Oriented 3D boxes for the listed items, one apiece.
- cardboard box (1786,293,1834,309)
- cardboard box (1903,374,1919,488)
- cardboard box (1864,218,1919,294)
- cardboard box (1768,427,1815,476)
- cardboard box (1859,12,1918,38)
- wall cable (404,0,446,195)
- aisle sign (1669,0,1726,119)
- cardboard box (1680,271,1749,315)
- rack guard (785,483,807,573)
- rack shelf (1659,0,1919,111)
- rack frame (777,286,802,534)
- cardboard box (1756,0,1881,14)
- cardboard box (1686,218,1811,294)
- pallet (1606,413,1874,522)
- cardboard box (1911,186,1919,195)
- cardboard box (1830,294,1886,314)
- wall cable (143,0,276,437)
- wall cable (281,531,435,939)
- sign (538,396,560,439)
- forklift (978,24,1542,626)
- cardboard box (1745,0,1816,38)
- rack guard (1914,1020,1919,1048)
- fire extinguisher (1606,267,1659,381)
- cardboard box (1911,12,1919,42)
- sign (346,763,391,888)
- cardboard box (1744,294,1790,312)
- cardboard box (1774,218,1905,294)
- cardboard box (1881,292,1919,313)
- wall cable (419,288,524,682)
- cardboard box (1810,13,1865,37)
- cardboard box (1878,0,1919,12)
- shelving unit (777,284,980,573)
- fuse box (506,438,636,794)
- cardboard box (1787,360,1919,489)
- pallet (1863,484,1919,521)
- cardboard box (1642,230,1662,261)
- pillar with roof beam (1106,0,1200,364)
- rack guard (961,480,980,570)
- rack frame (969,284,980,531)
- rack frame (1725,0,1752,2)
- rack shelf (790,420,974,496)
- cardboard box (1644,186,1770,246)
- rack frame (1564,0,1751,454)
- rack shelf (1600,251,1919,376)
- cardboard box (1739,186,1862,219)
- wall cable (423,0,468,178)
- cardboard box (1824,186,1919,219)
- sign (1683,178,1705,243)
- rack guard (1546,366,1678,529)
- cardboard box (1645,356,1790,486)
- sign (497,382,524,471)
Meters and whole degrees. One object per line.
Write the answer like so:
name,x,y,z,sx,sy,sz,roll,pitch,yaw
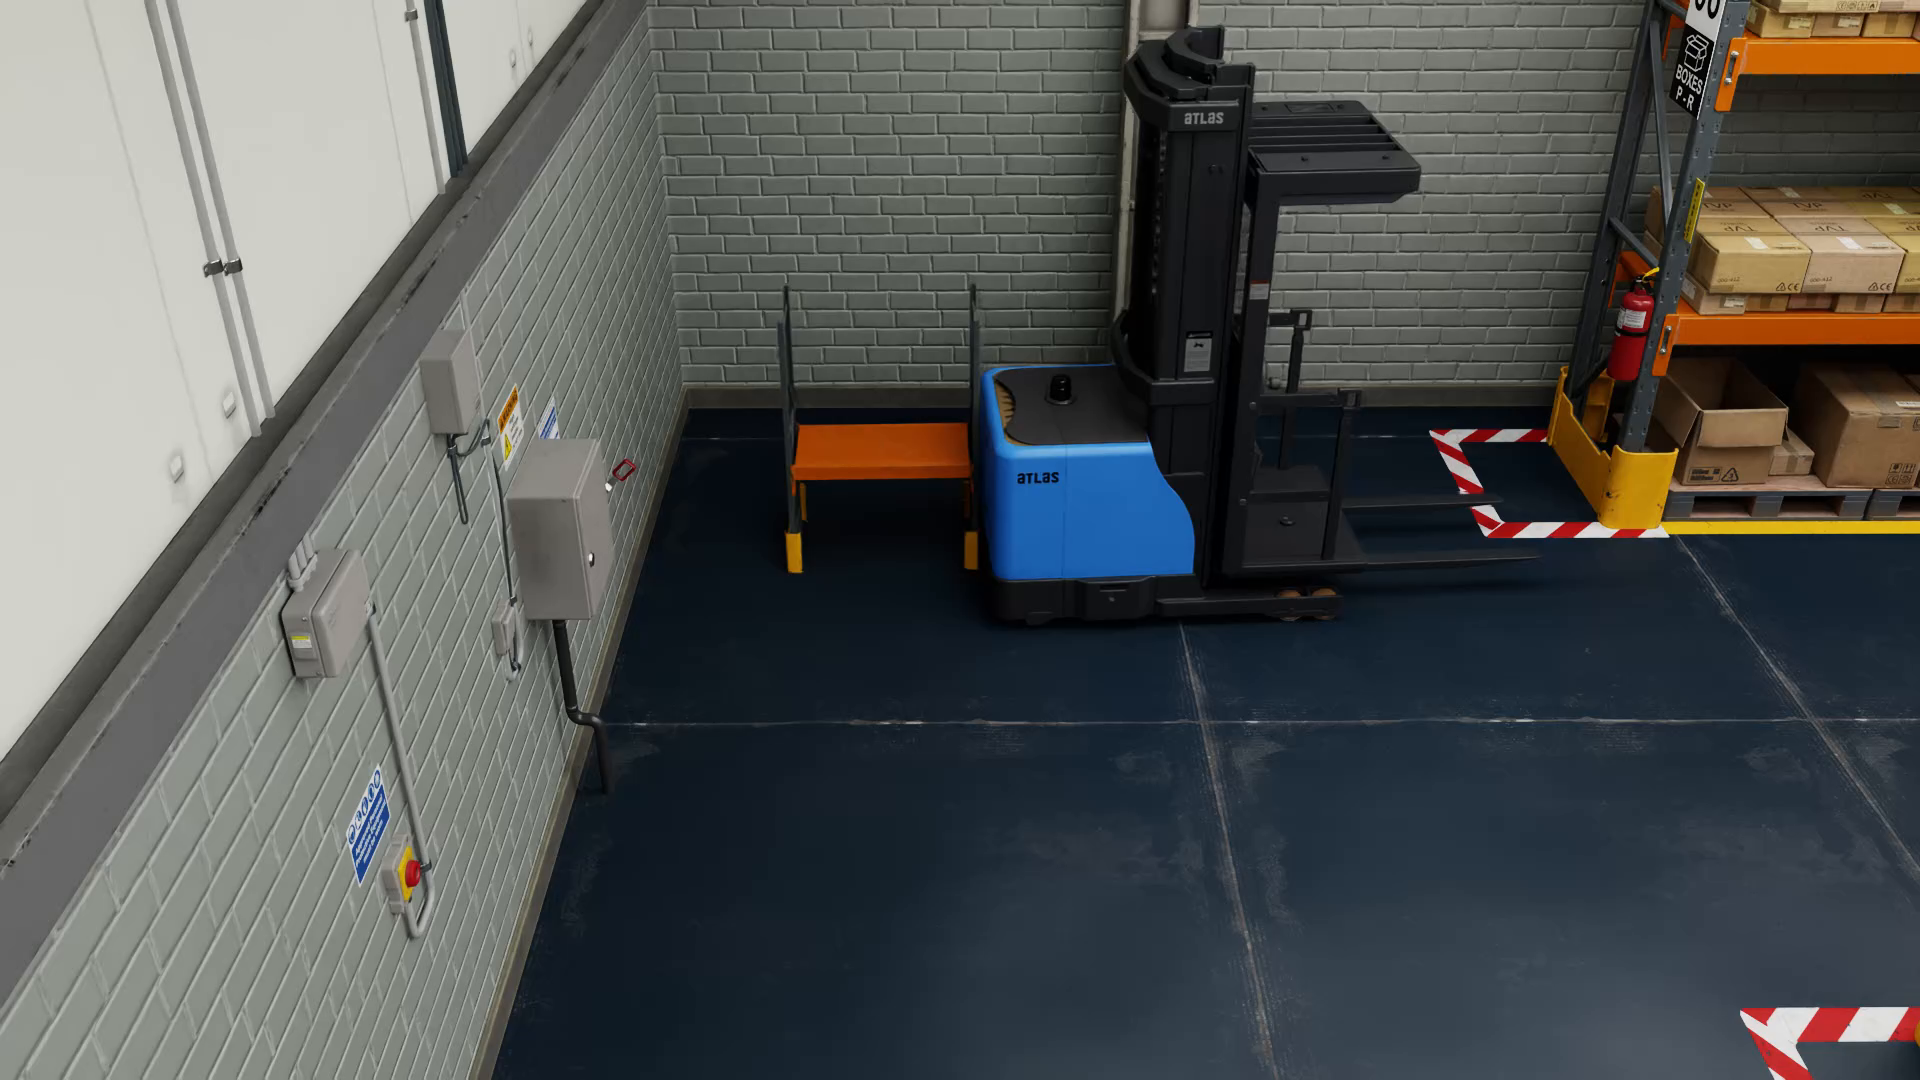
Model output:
cardboard box,4.715,-1.444,9.369,0.250,0.149,0.380,-1,31,-1
cardboard box,5.864,-0.644,9.814,0.500,0.500,0.500,0,31,1
cardboard box,5.334,-1.578,9.206,0.500,0.250,0.500,-1,31,-1
cardboard box,4.905,-0.543,9.986,0.250,0.149,0.380,-1,31,-2
cardboard box,4.707,-2.710,8.565,0.250,0.149,0.380,0,31,0
wall cable,-1.787,-1.865,4.038,0.029,3.000,2.355,0,31,0
aisle sign,3.801,-2.607,8.539,0.004,0.787,0.394,0,31,0
cardboard box,4.198,-1.400,9.297,0.250,0.149,0.380,0,31,-1
rack guard,-0.937,-0.074,9.521,0.087,0.250,0.587,-1,31,-1
rack shelf,5.868,-2.630,8.883,4.000,0.370,1.077,0,31,0
rack frame,-0.938,-0.609,9.196,0.032,1.500,0.500,-1,31,-1
cardboard box,4.313,-2.854,8.417,0.500,0.250,0.500,-1,31,-1
cardboard box,4.323,-1.573,9.198,0.500,0.250,0.500,0,31,0
pallet,4.741,-0.459,10.193,1.213,0.211,1.003,0,31,0
cardboard box,5.860,-1.852,9.658,0.500,0.250,0.500,0,31,0
cardboard box,4.968,-1.413,9.318,0.250,0.149,0.380,1,31,1
wall cable,-1.785,-1.475,3.395,0.029,3.000,0.463,0,31,0
wall cable,-1.737,0.508,4.900,0.123,1.953,0.585,0,31,0
sign,-1.814,-0.349,7.414,0.001,0.494,0.329,0,31,0
forklift,1.640,-1.091,8.611,3.031,2.935,1.130,-2,31,-3
cardboard box,4.188,-2.704,8.554,0.250,0.149,0.380,0,31,1
rack guard,3.877,1.995,5.869,0.348,0.500,1.175,0,31,0
fire extinguisher,3.723,-1.216,9.185,0.183,0.674,0.296,0,31,0
cardboard box,4.956,-2.658,8.478,0.250,0.149,0.380,0,31,1
sign,-1.798,0.866,5.060,0.001,0.218,0.327,0,31,0
cardboard box,4.452,-1.425,9.338,0.250,0.149,0.380,1,31,1
cardboard box,4.827,-1.575,9.201,0.500,0.250,0.500,0,31,0
cardboard box,5.233,-1.416,9.324,0.250,0.149,0.380,0,31,0
wall cable,-1.757,-0.214,6.121,0.122,1.984,0.588,0,31,0
cardboard box,4.450,-2.718,8.578,0.250,0.149,0.380,0,31,1
cardboard box,4.821,-2.866,8.437,0.500,0.250,0.500,0,31,1
shelving unit,-0.439,-0.616,9.209,1.083,1.500,0.587,-1,31,-1
fuse box,-1.604,0.417,7.303,0.414,1.711,0.539,0,31,0
cardboard box,5.335,-0.695,9.897,0.500,0.500,0.700,1,31,2
pallet,5.958,-0.462,10.197,1.213,0.211,1.003,0,31,0
cardboard box,4.198,-1.681,9.761,0.250,0.149,0.380,-1,31,-1
pillar with roof beam,1.192,-2.439,4.985,0.400,9.000,9.100,0,31,0
rack guard,0.059,-0.090,9.546,0.087,0.250,0.587,-1,31,-1
rack frame,0.078,-0.624,9.222,0.032,1.500,0.500,-1,31,-1
rack frame,3.868,-4.213,7.908,0.127,3.000,1.000,0,31,0
rack shelf,-0.430,-0.463,9.303,1.000,0.185,0.538,-1,31,-1
cardboard box,4.326,-1.851,9.656,0.500,0.250,0.500,1,31,1
rack frame,3.868,-1.649,9.464,0.127,3.000,1.000,0,31,0
rack shelf,5.868,-1.347,9.661,4.000,0.370,1.077,0,31,0
cardboard box,4.842,-1.852,9.657,0.500,0.250,0.500,0,31,0
wall cable,-1.766,-3.326,6.410,0.133,3.039,2.988,0,31,0
cardboard box,5.337,-1.851,9.656,0.500,0.250,0.500,1,31,1
sign,3.871,-1.737,8.776,0.005,0.325,0.100,0,31,0
rack guard,3.944,-0.580,10.113,0.348,0.500,1.175,0,31,0
cardboard box,4.480,-0.714,9.925,0.637,0.503,0.797,-1,31,-2
sign,-1.811,-0.458,6.706,0.001,0.242,0.339,0,31,0
